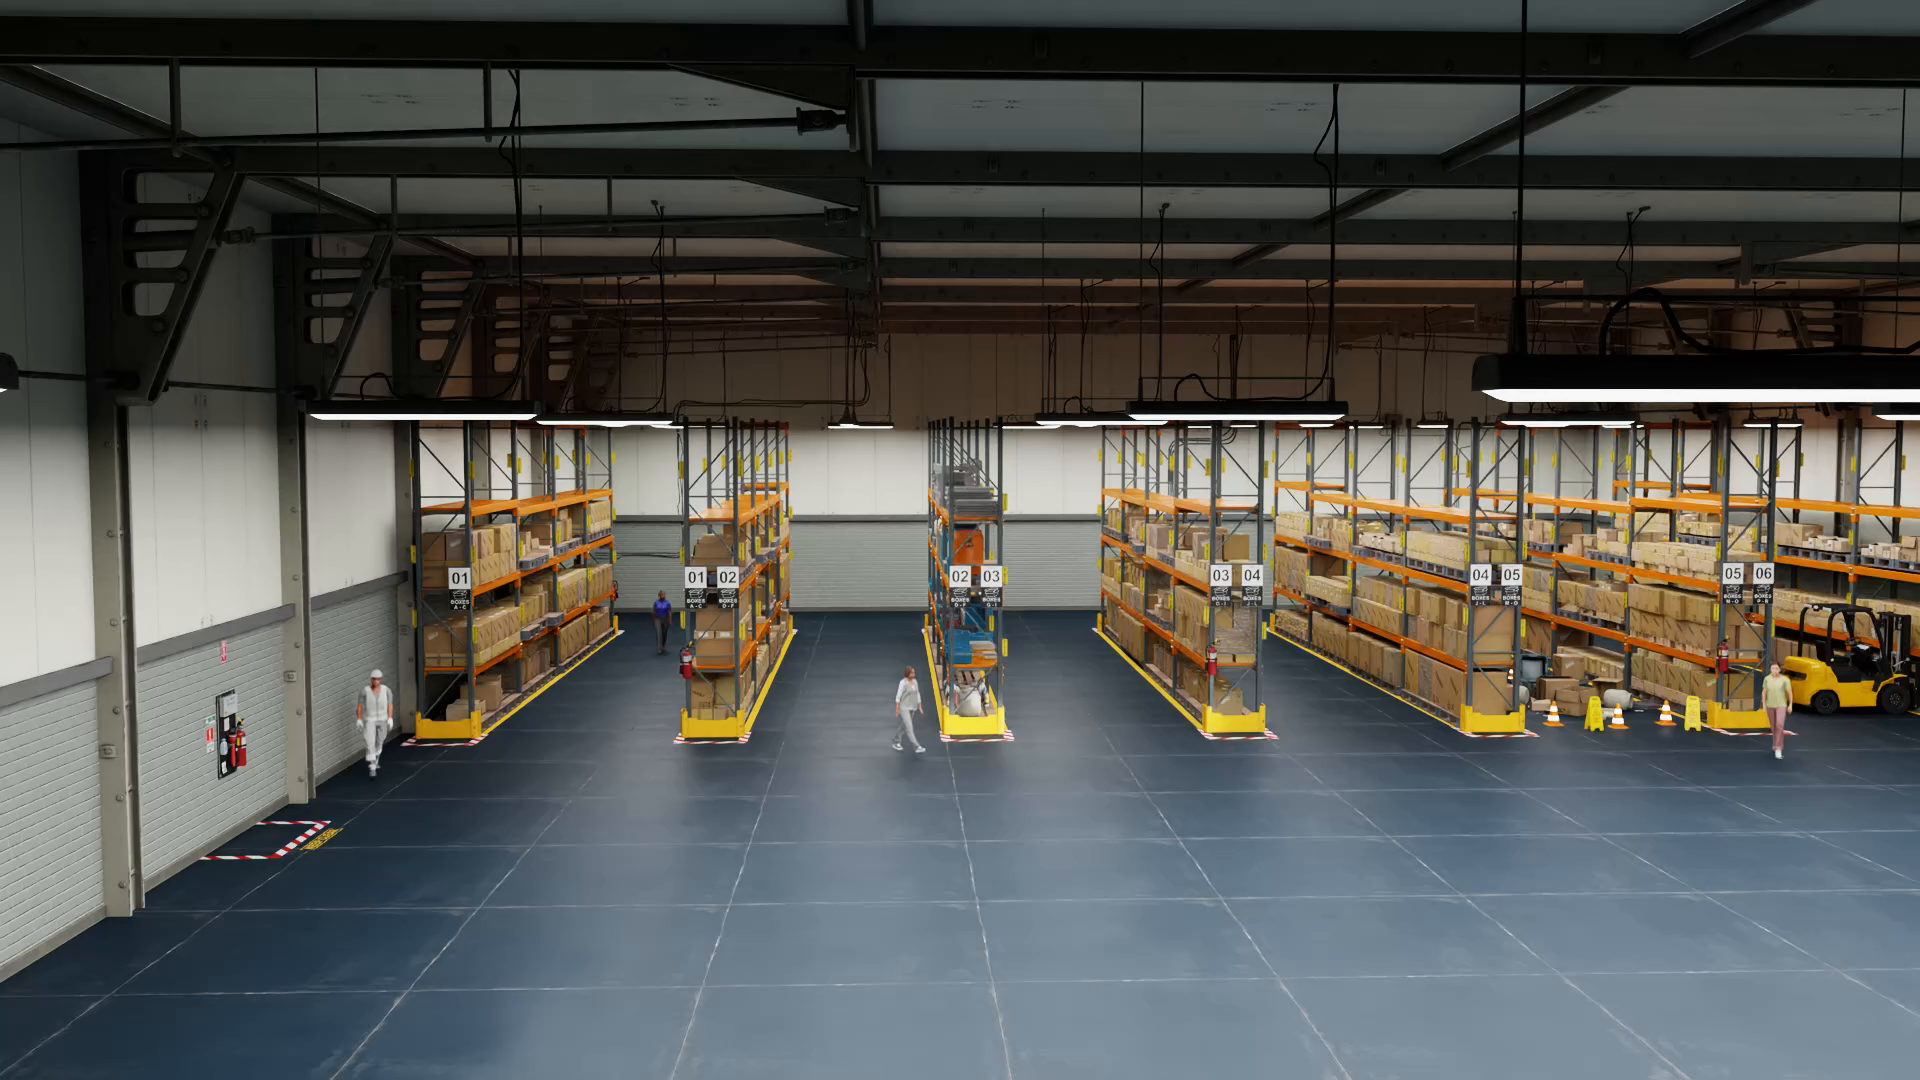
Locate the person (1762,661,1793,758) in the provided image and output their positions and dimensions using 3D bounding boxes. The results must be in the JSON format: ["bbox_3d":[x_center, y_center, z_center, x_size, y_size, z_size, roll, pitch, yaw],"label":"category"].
[{"bbox_3d":[14.466,2.964,29.476,0.851,1.650,0.494,-4,5,-43],"label":"person"}]

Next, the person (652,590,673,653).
[{"bbox_3d":[-7.717,2.098,43.120,0.508,1.586,1.053,-1,4,-14],"label":"person"}]

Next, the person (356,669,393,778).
[{"bbox_3d":[-9.716,3.016,27.682,0.561,1.729,0.995,-3,5,-35],"label":"person"}]

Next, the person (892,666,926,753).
[{"bbox_3d":[-0.877,3.002,29.503,0.990,1.540,0.455,3,5,39],"label":"person"}]
